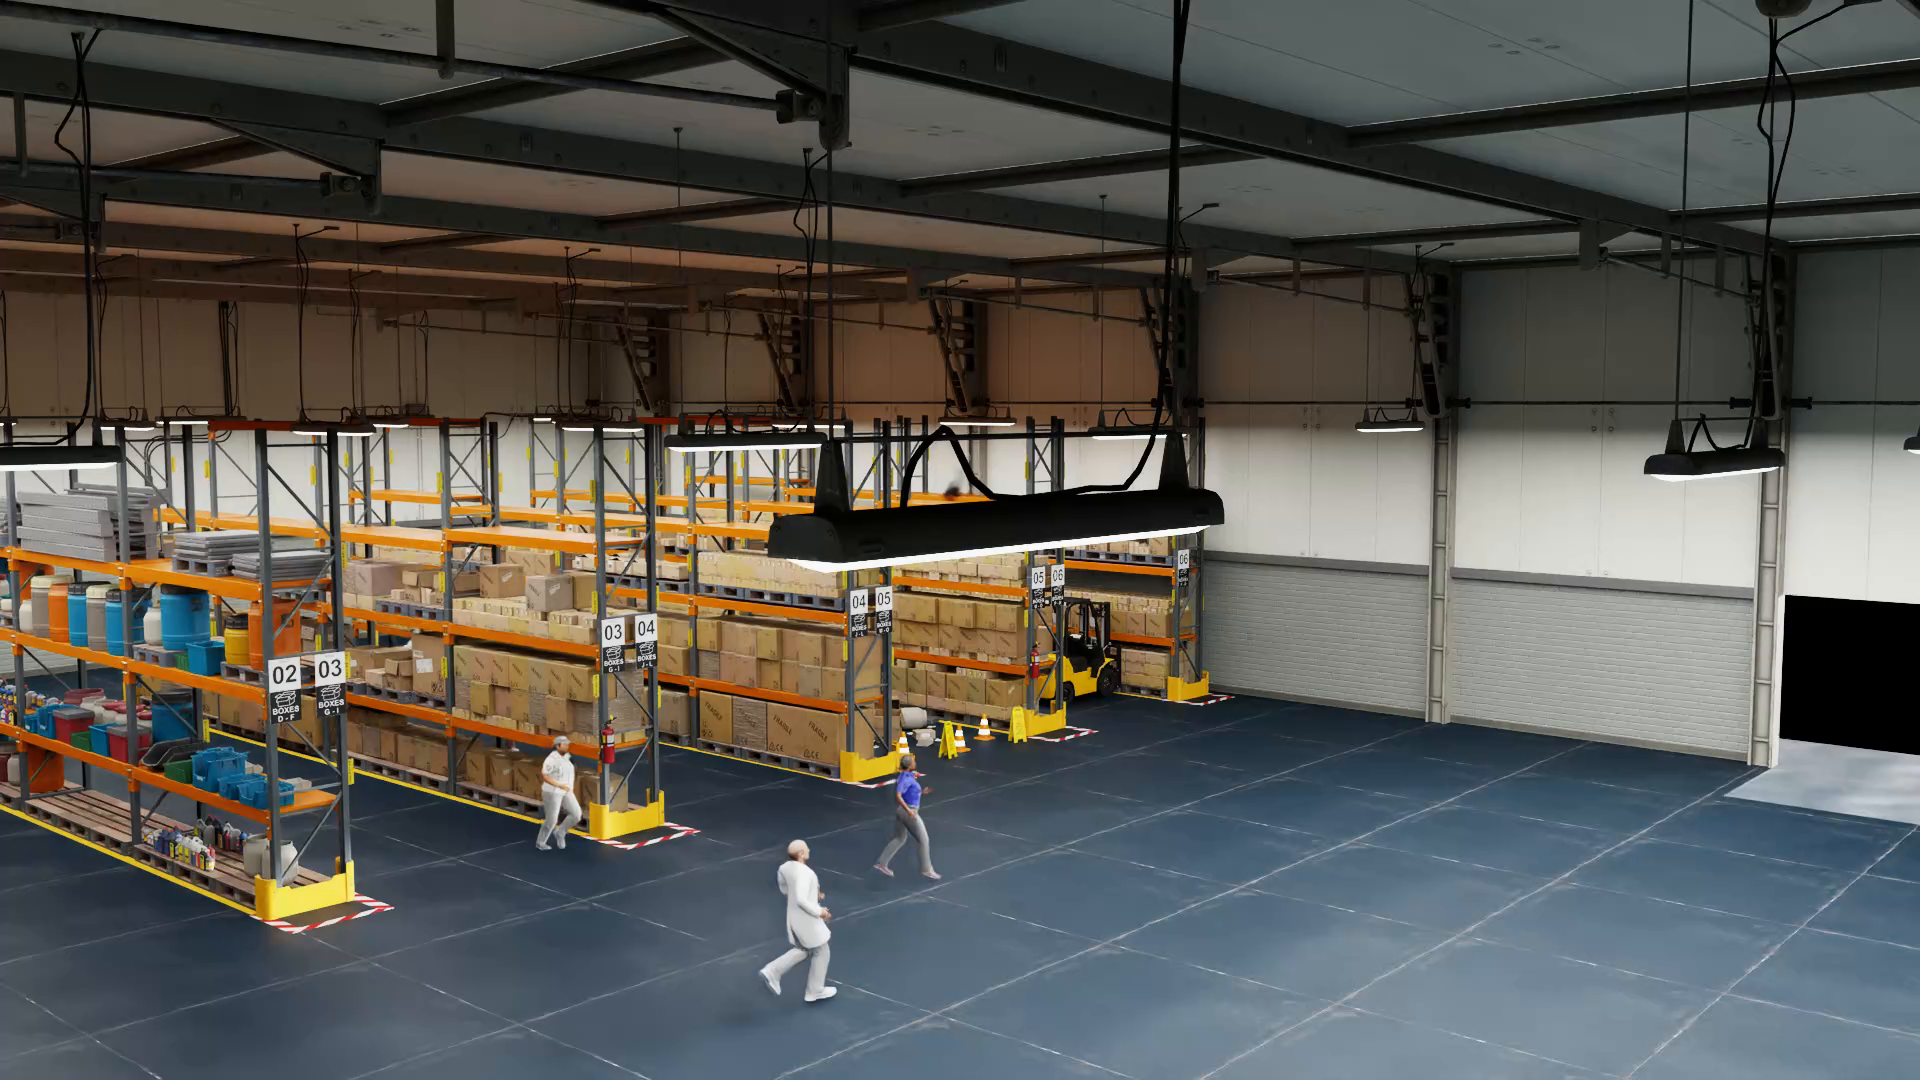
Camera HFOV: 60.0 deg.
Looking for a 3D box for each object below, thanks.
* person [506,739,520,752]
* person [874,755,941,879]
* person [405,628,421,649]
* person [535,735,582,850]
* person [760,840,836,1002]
[{"bbox_3d":[-8.255,3.005,30.110,0.727,1.647,0.600,3,6,35],"label":"person"},{"bbox_3d":[-0.693,3.665,21.940,0.885,1.682,0.562,-2,5,-21],"label":"person"},{"bbox_3d":[-11.027,2.633,34.037,0.675,1.740,0.612,-4,7,-43],"label":"person"},{"bbox_3d":[-5.634,3.570,23.481,0.611,1.637,0.666,3,5,30],"label":"person"},{"bbox_3d":[-1.680,4.009,17.480,0.832,1.735,0.716,-3,6,-31],"label":"person"}]
